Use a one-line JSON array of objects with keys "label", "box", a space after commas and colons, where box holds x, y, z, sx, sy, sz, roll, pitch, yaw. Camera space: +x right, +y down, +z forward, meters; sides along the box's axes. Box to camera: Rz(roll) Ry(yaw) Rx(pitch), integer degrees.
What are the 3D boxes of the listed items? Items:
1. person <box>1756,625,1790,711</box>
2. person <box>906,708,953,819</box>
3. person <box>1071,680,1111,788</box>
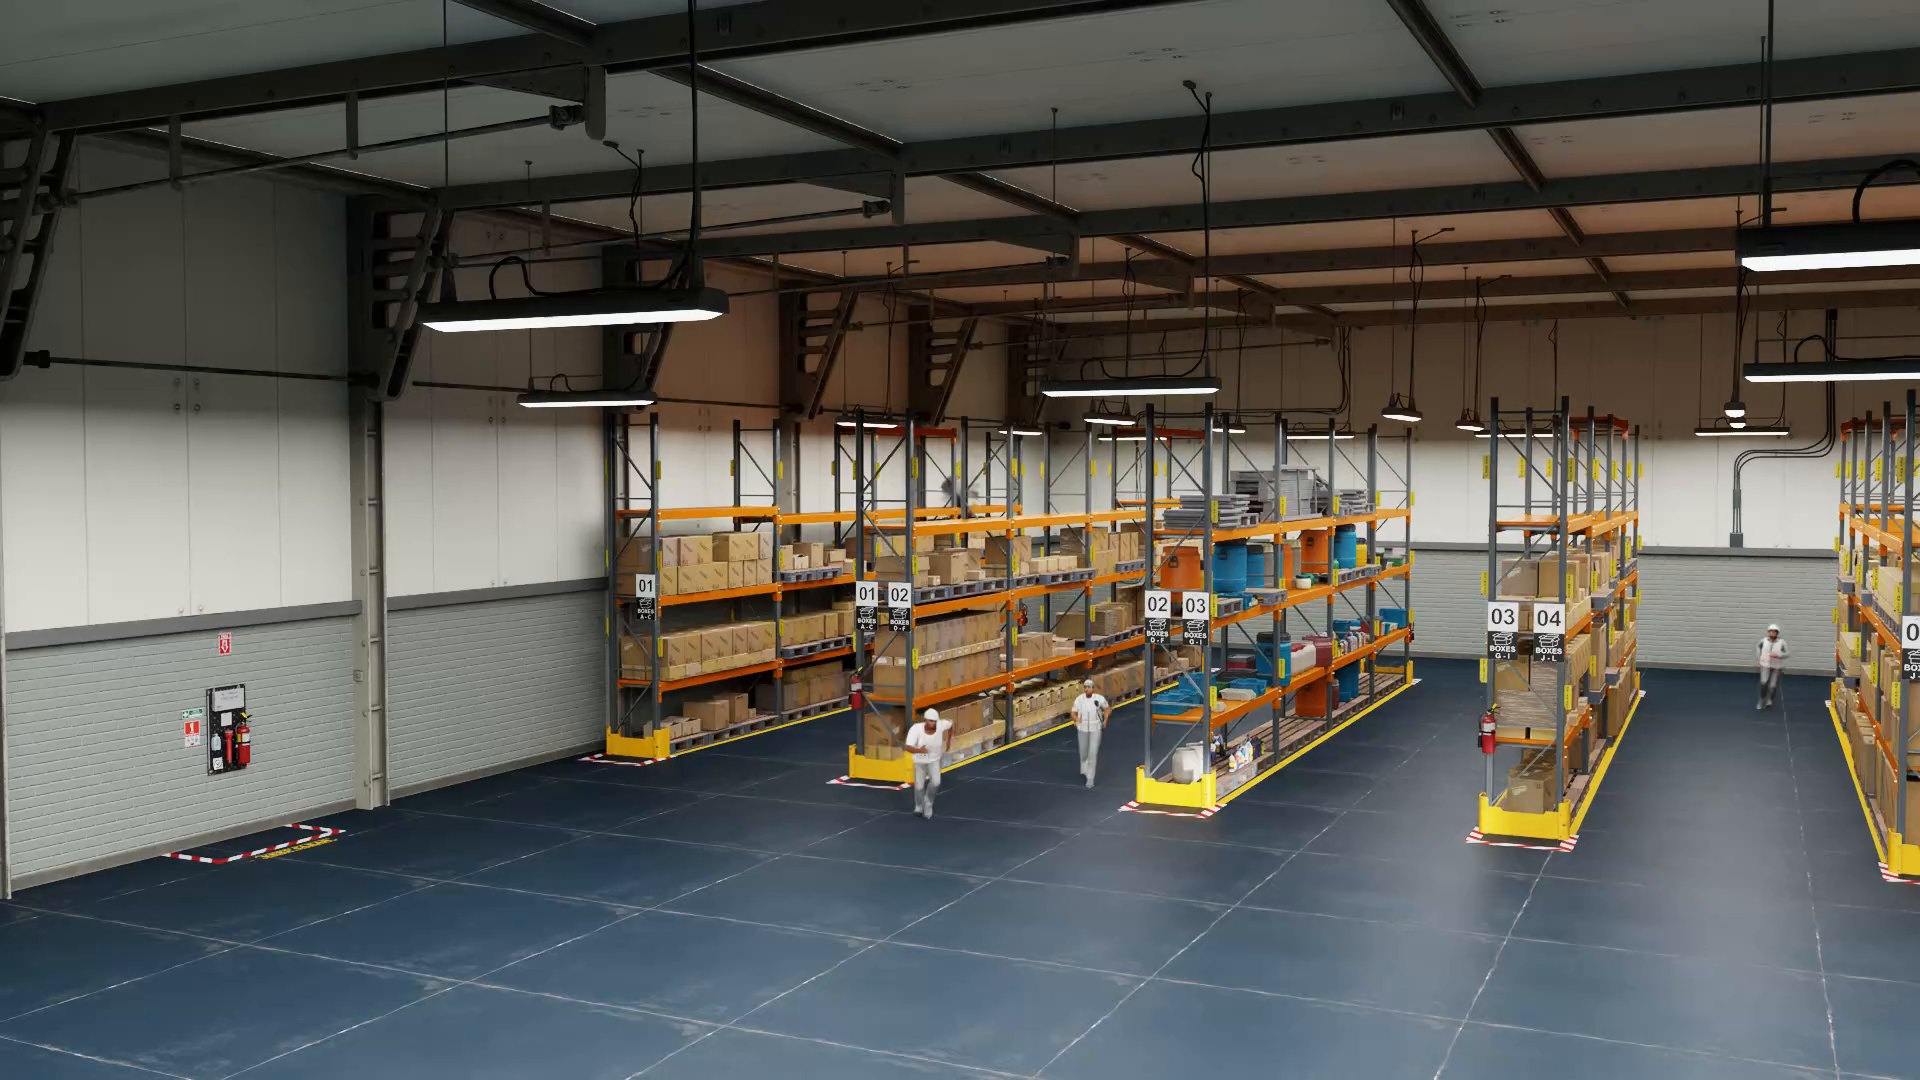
[{"label": "person", "box": [16.971, 2.665, 34.723, 0.648, 1.806, 0.700, 1, 3, 29]}, {"label": "person", "box": [-0.439, 3.184, 23.817, 0.743, 1.625, 0.928, -1, 2, -16]}, {"label": "person", "box": [2.089, 3.062, 26.602, 0.614, 1.677, 0.915, 1, 2, 13]}]
